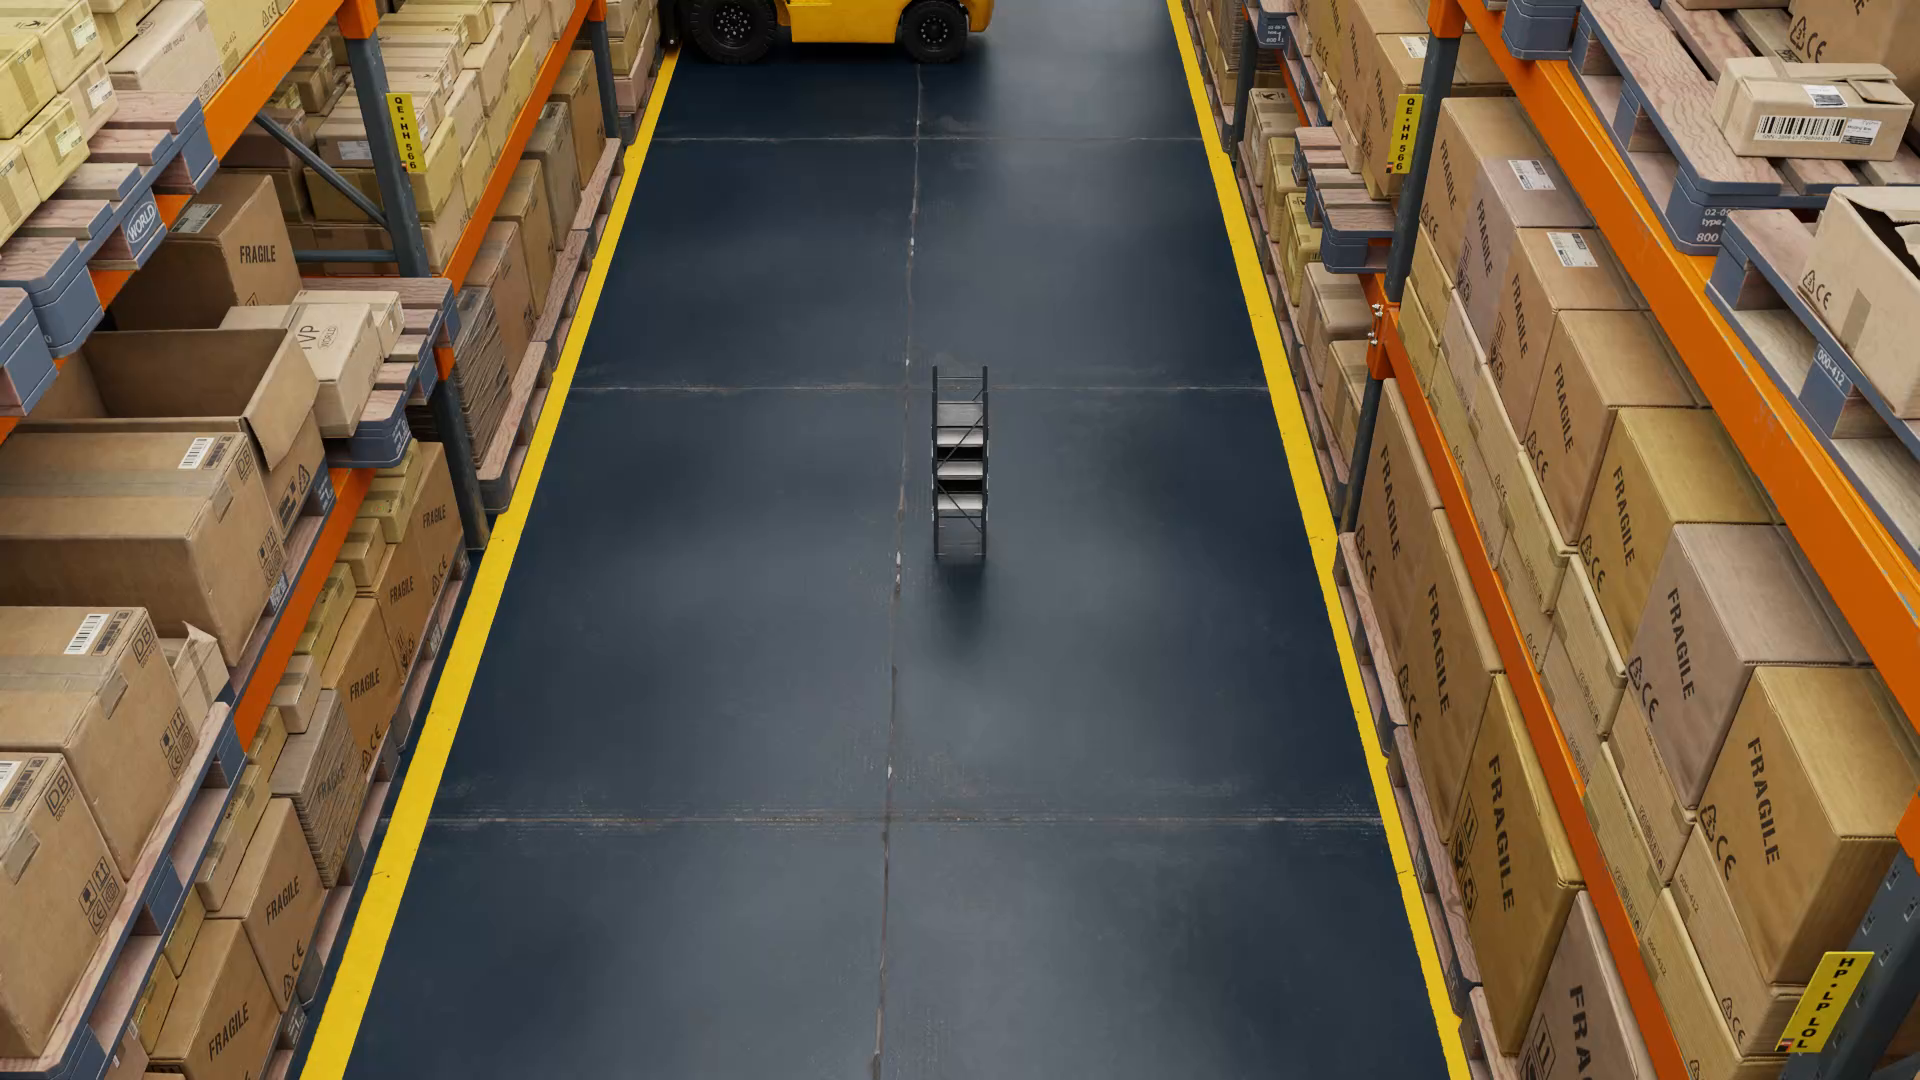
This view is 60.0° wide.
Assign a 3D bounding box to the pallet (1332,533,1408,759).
[{"bbox_3d":[2.195,0.423,7.054,1.003,0.211,1.213,0,39,0],"label":"pallet"}]

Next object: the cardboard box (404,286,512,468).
[{"bbox_3d":[-2.681,-0.780,7.888,0.875,0.625,0.625,1,39,1],"label":"cardboard box"}]

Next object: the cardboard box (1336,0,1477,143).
[{"bbox_3d":[1.979,-2.085,7.299,0.500,0.500,0.500,-1,39,-1],"label":"cardboard box"}]

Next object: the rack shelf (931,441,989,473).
[{"bbox_3d":[0.000,-0.390,7.427,0.258,0.077,0.200,0,39,0],"label":"rack shelf"}]

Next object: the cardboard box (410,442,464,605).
[{"bbox_3d":[-2.479,-0.077,7.110,0.500,0.500,0.500,1,39,1],"label":"cardboard box"}]

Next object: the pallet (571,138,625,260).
[{"bbox_3d":[-2.659,-2.105,10.208,1.003,0.211,1.213,0,39,0],"label":"pallet"}]

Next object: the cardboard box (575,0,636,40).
[{"bbox_3d":[-2.386,-3.438,10.705,0.500,0.250,0.500,-1,39,-1],"label":"cardboard box"}]

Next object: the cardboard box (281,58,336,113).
[{"bbox_3d":[-2.948,-1.974,7.215,0.380,0.149,0.250,0,39,0],"label":"cardboard box"}]

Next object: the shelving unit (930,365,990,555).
[{"bbox_3d":[0.000,-0.346,7.462,0.258,0.900,0.210,0,39,0],"label":"shelving unit"}]

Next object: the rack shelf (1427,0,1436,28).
[{"bbox_3d":[2.267,-3.299,7.645,1.077,0.370,4.000,0,39,0],"label":"rack shelf"}]

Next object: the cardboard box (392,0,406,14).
[{"bbox_3d":[-2.509,-2.614,8.014,0.380,0.149,0.250,0,39,0],"label":"cardboard box"}]

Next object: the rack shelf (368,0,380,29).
[{"bbox_3d":[-2.697,-3.293,7.637,1.077,0.370,4.000,0,39,0],"label":"rack shelf"}]

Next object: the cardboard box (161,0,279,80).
[{"bbox_3d":[-2.450,-1.629,5.106,0.500,0.250,0.500,0,39,0],"label":"cardboard box"}]

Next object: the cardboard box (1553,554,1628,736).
[{"bbox_3d":[2.016,0.294,4.704,0.500,0.250,0.500,1,39,1],"label":"cardboard box"}]

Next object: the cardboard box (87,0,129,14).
[{"bbox_3d":[-2.397,-1.510,4.400,0.380,0.149,0.250,0,39,0],"label":"cardboard box"}]

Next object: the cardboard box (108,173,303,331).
[{"bbox_3d":[-2.850,-1.033,6.225,0.500,0.500,0.500,2,39,2],"label":"cardboard box"}]

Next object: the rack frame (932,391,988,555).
[{"bbox_3d":[0.000,-0.282,7.383,0.240,0.900,0.006,0,39,0],"label":"rack frame"}]

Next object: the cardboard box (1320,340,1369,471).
[{"bbox_3d":[2.279,-0.650,7.928,0.950,0.372,0.625,-2,39,-3],"label":"cardboard box"}]

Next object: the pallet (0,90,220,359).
[{"bbox_3d":[-2.625,-0.805,4.107,1.213,0.211,1.003,0,39,0],"label":"pallet"}]

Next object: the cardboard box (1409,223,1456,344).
[{"bbox_3d":[2.023,-0.978,6.292,0.500,0.250,0.500,0,39,0],"label":"cardboard box"}]

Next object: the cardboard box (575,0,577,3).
[{"bbox_3d":[-2.437,-3.280,9.565,0.500,0.250,0.500,1,39,1],"label":"cardboard box"}]

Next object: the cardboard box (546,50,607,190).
[{"bbox_3d":[-2.687,-2.565,10.115,0.875,0.625,0.625,2,39,2],"label":"cardboard box"}]

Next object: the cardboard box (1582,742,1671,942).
[{"bbox_3d":[2.022,0.803,4.470,0.500,0.250,0.500,-1,39,-1],"label":"cardboard box"}]

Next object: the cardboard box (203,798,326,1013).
[{"bbox_3d":[-2.472,1.213,5.501,0.500,0.500,0.500,-1,39,-1],"label":"cardboard box"}]

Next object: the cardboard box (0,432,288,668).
[{"bbox_3d":[-2.468,0.029,4.900,0.700,0.500,0.500,0,39,0],"label":"cardboard box"}]

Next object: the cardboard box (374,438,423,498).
[{"bbox_3d":[-2.440,-0.285,6.852,0.380,0.149,0.250,-2,39,-2],"label":"cardboard box"}]

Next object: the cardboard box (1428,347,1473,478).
[{"bbox_3d":[2.037,-0.473,6.061,0.500,0.250,0.500,-1,39,-1],"label":"cardboard box"}]

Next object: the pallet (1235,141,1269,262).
[{"bbox_3d":[2.267,-2.085,10.183,1.003,0.211,1.213,0,39,0],"label":"pallet"}]

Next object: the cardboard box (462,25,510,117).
[{"bbox_3d":[-2.432,-2.207,7.826,0.500,0.250,0.500,-1,39,-1],"label":"cardboard box"}]

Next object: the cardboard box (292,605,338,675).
[{"bbox_3d":[-2.497,0.371,6.033,0.380,0.149,0.250,-1,39,-1],"label":"cardboard box"}]

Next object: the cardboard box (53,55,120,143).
[{"bbox_3d":[-2.320,-1.075,4.079,0.380,0.149,0.250,1,39,1],"label":"cardboard box"}]

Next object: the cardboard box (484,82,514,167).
[{"bbox_3d":[-2.454,-2.008,7.977,0.500,0.250,0.500,-1,39,-2],"label":"cardboard box"}]

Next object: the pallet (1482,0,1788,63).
[{"bbox_3d":[2.323,-1.853,5.416,1.213,0.211,1.003,2,39,2],"label":"pallet"}]

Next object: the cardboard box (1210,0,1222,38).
[{"bbox_3d":[1.993,-3.731,11.271,0.500,0.500,0.500,1,39,1],"label":"cardboard box"}]

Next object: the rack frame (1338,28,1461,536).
[{"bbox_3d":[2.269,-1.158,6.797,1.000,3.000,0.127,0,39,0],"label":"rack frame"}]

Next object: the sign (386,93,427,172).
[{"bbox_3d":[-2.152,-1.580,6.460,0.100,0.325,0.005,0,39,0],"label":"sign"}]

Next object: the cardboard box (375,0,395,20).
[{"bbox_3d":[-2.918,-2.608,8.007,0.380,0.149,0.250,1,39,1],"label":"cardboard box"}]

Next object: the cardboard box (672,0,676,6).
[{"bbox_3d":[-2.381,-4.004,12.211,0.500,0.250,0.500,1,39,1],"label":"cardboard box"}]

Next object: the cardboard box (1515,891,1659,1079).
[{"bbox_3d":[2.193,1.621,4.692,0.875,0.875,0.875,1,39,1],"label":"cardboard box"}]

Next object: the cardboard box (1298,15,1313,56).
[{"bbox_3d":[1.923,-2.565,8.417,0.380,0.149,0.250,1,39,2],"label":"cardboard box"}]

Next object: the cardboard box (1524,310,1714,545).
[{"bbox_3d":[2.018,-0.330,4.883,0.500,0.500,0.500,1,39,1],"label":"cardboard box"}]

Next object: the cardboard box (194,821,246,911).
[{"bbox_3d":[-2.490,1.021,5.221,0.380,0.149,0.250,0,39,0],"label":"cardboard box"}]

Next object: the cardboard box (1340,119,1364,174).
[{"bbox_3d":[1.916,-1.754,7.405,0.380,0.149,0.250,0,39,0],"label":"cardboard box"}]

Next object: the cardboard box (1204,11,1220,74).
[{"bbox_3d":[1.985,-3.453,11.523,0.500,0.250,0.500,-1,39,-1],"label":"cardboard box"}]

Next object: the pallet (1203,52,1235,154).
[{"bbox_3d":[2.229,-2.992,11.314,1.003,0.211,1.213,0,39,0],"label":"pallet"}]

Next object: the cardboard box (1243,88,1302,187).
[{"bbox_3d":[2.268,-2.470,10.199,0.950,0.372,0.625,0,39,1],"label":"cardboard box"}]

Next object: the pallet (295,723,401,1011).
[{"bbox_3d":[-2.733,1.164,6.129,1.003,0.211,1.213,0,39,0],"label":"pallet"}]

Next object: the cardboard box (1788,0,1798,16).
[{"bbox_3d":[2.621,-1.579,4.695,0.396,0.266,0.258,-1,39,-1],"label":"cardboard box"}]

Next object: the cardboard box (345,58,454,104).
[{"bbox_3d":[-2.428,-1.972,7.213,0.380,0.149,0.250,1,39,1],"label":"cardboard box"}]

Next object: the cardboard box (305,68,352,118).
[{"bbox_3d":[-2.975,-1.890,7.429,0.500,0.250,0.500,0,39,0],"label":"cardboard box"}]
